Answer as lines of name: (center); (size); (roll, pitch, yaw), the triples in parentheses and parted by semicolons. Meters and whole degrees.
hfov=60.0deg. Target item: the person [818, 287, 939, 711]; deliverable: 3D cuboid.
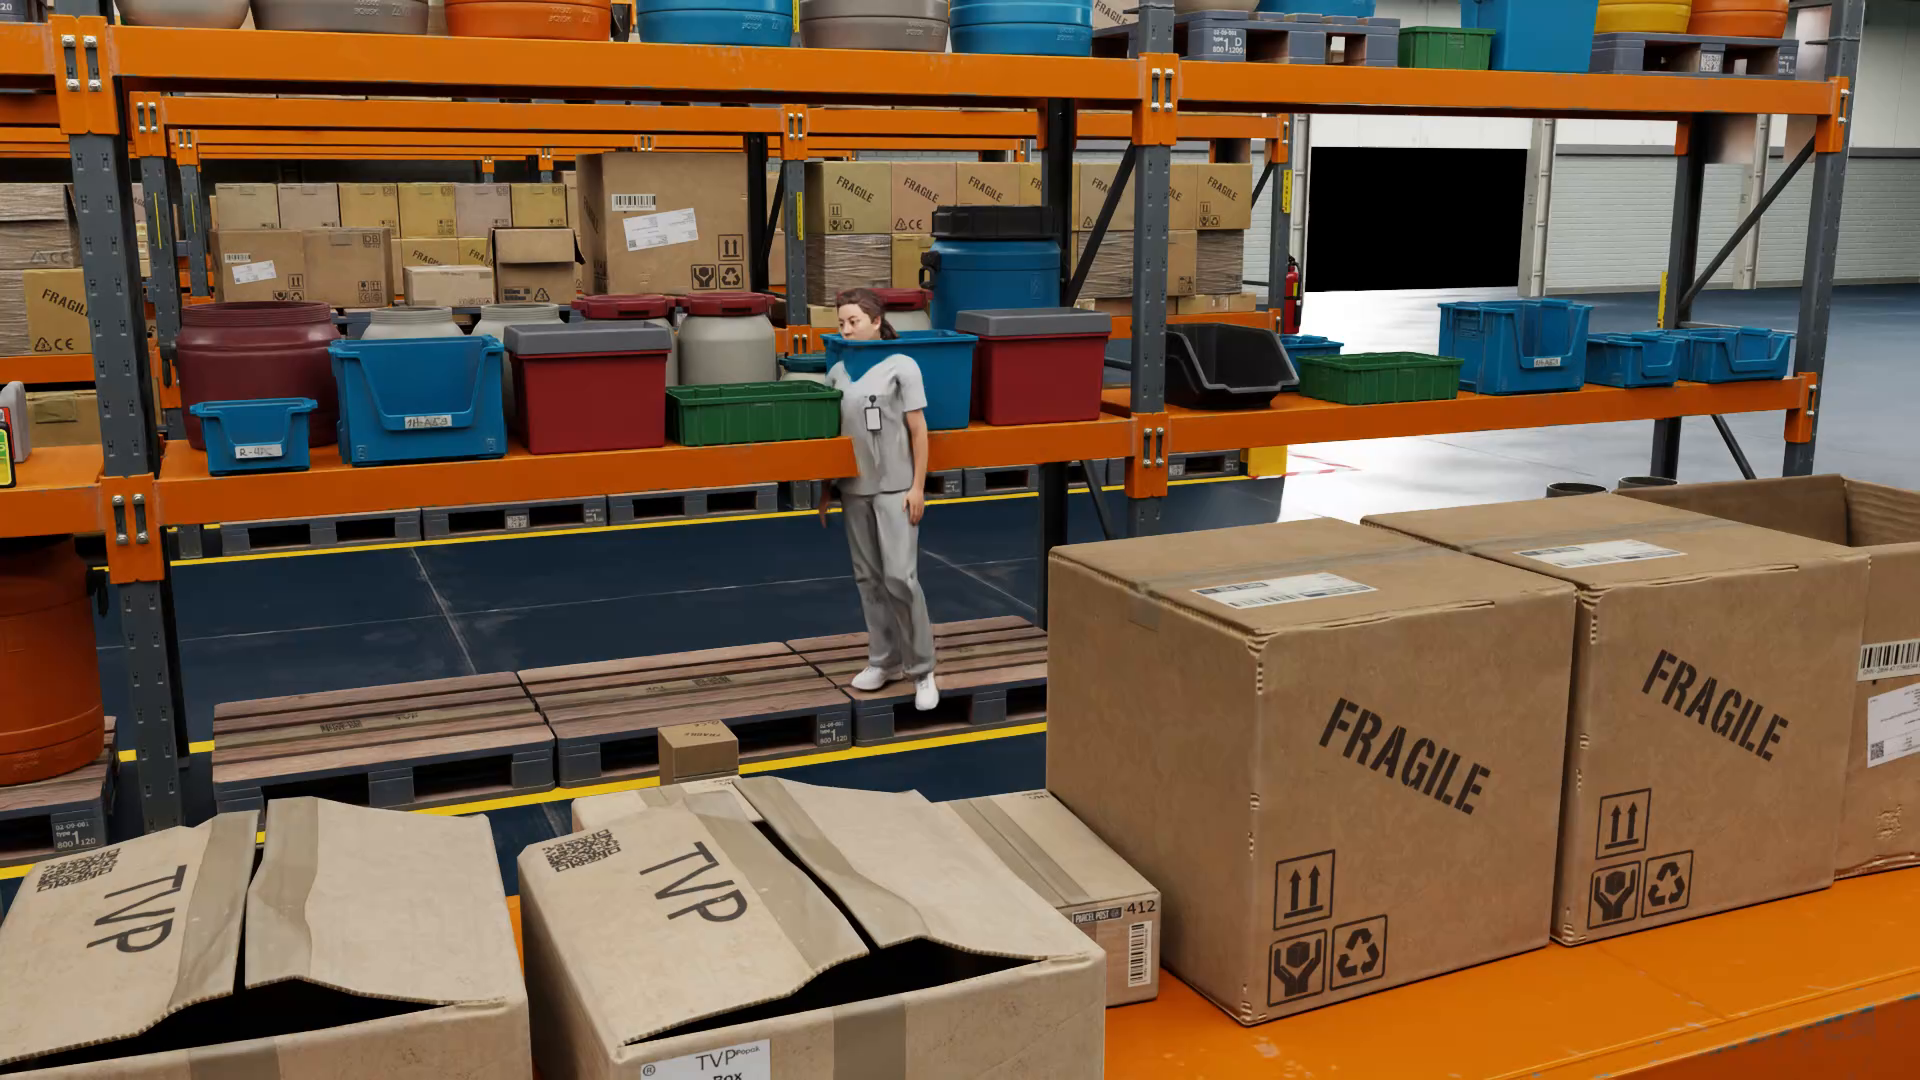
person: (-0.311, -0.174, 6.836); (0.540, 1.708, 0.357); (6, 14, 26)
